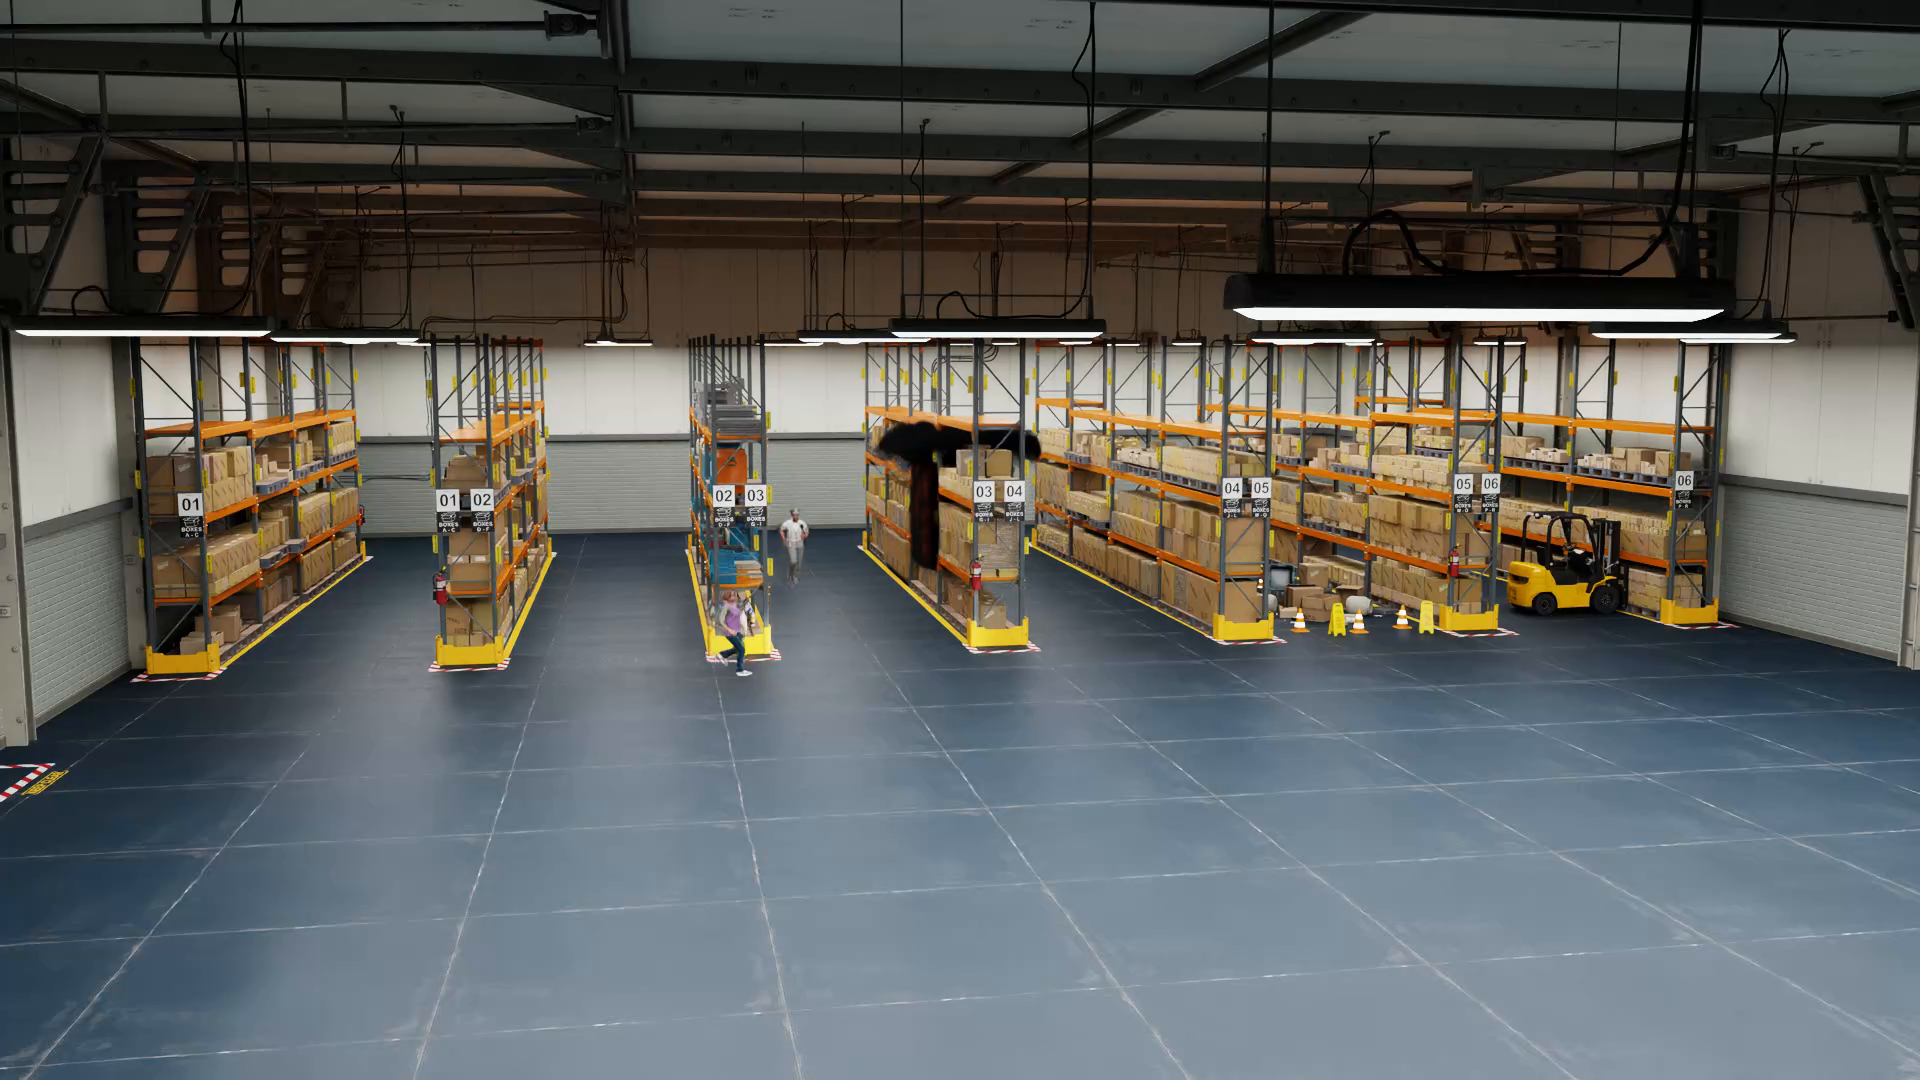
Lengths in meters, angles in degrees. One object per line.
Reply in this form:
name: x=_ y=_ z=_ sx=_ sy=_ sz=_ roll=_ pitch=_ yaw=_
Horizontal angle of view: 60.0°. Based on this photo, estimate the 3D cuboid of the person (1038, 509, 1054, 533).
person: x=2.538 y=-0.858 z=50.015 sx=0.905 sy=1.664 sz=0.642 roll=-4 pitch=8 yaw=-31

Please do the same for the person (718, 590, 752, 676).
person: x=-4.035 y=1.627 z=29.160 sx=0.649 sy=1.540 sz=0.601 roll=2 pitch=7 yaw=20

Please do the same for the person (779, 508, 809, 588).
person: x=-3.801 y=0.180 z=38.433 sx=0.646 sy=1.848 sz=0.668 roll=-2 pitch=7 yaw=-18
